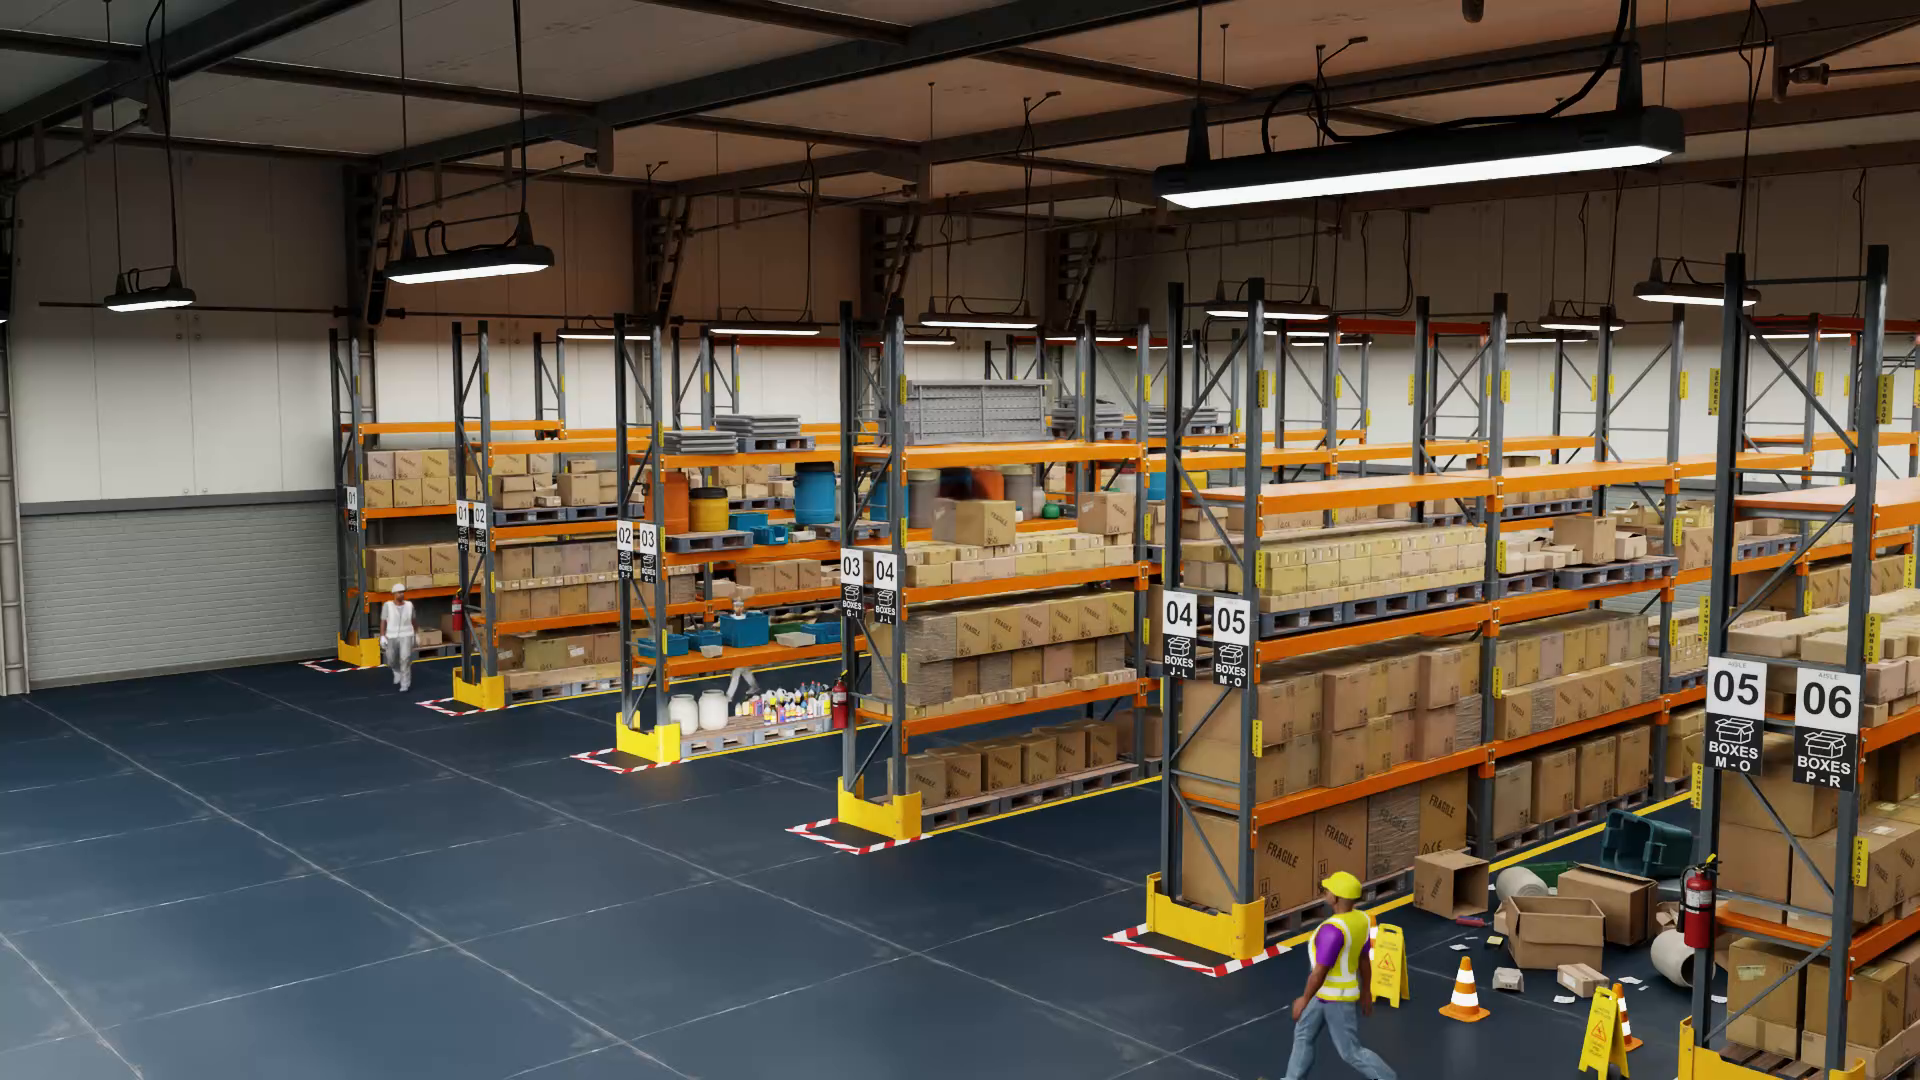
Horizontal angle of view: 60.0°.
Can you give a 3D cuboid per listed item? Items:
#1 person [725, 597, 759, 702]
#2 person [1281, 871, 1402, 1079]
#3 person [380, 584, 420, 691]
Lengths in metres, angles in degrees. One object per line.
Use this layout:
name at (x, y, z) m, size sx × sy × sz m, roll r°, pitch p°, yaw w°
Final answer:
person at (-3.549, 1.726, 26.478) m, size 0.438 × 1.624 × 1.022 m, roll 5°, pitch 7°, yaw 39°
person at (2.623, 3.166, 11.618) m, size 1.055 × 1.730 × 0.513 m, roll 1°, pitch 6°, yaw 6°
person at (-9.212, 1.588, 27.387) m, size 0.581 × 1.755 × 0.799 m, roll -1°, pitch 6°, yaw -7°
